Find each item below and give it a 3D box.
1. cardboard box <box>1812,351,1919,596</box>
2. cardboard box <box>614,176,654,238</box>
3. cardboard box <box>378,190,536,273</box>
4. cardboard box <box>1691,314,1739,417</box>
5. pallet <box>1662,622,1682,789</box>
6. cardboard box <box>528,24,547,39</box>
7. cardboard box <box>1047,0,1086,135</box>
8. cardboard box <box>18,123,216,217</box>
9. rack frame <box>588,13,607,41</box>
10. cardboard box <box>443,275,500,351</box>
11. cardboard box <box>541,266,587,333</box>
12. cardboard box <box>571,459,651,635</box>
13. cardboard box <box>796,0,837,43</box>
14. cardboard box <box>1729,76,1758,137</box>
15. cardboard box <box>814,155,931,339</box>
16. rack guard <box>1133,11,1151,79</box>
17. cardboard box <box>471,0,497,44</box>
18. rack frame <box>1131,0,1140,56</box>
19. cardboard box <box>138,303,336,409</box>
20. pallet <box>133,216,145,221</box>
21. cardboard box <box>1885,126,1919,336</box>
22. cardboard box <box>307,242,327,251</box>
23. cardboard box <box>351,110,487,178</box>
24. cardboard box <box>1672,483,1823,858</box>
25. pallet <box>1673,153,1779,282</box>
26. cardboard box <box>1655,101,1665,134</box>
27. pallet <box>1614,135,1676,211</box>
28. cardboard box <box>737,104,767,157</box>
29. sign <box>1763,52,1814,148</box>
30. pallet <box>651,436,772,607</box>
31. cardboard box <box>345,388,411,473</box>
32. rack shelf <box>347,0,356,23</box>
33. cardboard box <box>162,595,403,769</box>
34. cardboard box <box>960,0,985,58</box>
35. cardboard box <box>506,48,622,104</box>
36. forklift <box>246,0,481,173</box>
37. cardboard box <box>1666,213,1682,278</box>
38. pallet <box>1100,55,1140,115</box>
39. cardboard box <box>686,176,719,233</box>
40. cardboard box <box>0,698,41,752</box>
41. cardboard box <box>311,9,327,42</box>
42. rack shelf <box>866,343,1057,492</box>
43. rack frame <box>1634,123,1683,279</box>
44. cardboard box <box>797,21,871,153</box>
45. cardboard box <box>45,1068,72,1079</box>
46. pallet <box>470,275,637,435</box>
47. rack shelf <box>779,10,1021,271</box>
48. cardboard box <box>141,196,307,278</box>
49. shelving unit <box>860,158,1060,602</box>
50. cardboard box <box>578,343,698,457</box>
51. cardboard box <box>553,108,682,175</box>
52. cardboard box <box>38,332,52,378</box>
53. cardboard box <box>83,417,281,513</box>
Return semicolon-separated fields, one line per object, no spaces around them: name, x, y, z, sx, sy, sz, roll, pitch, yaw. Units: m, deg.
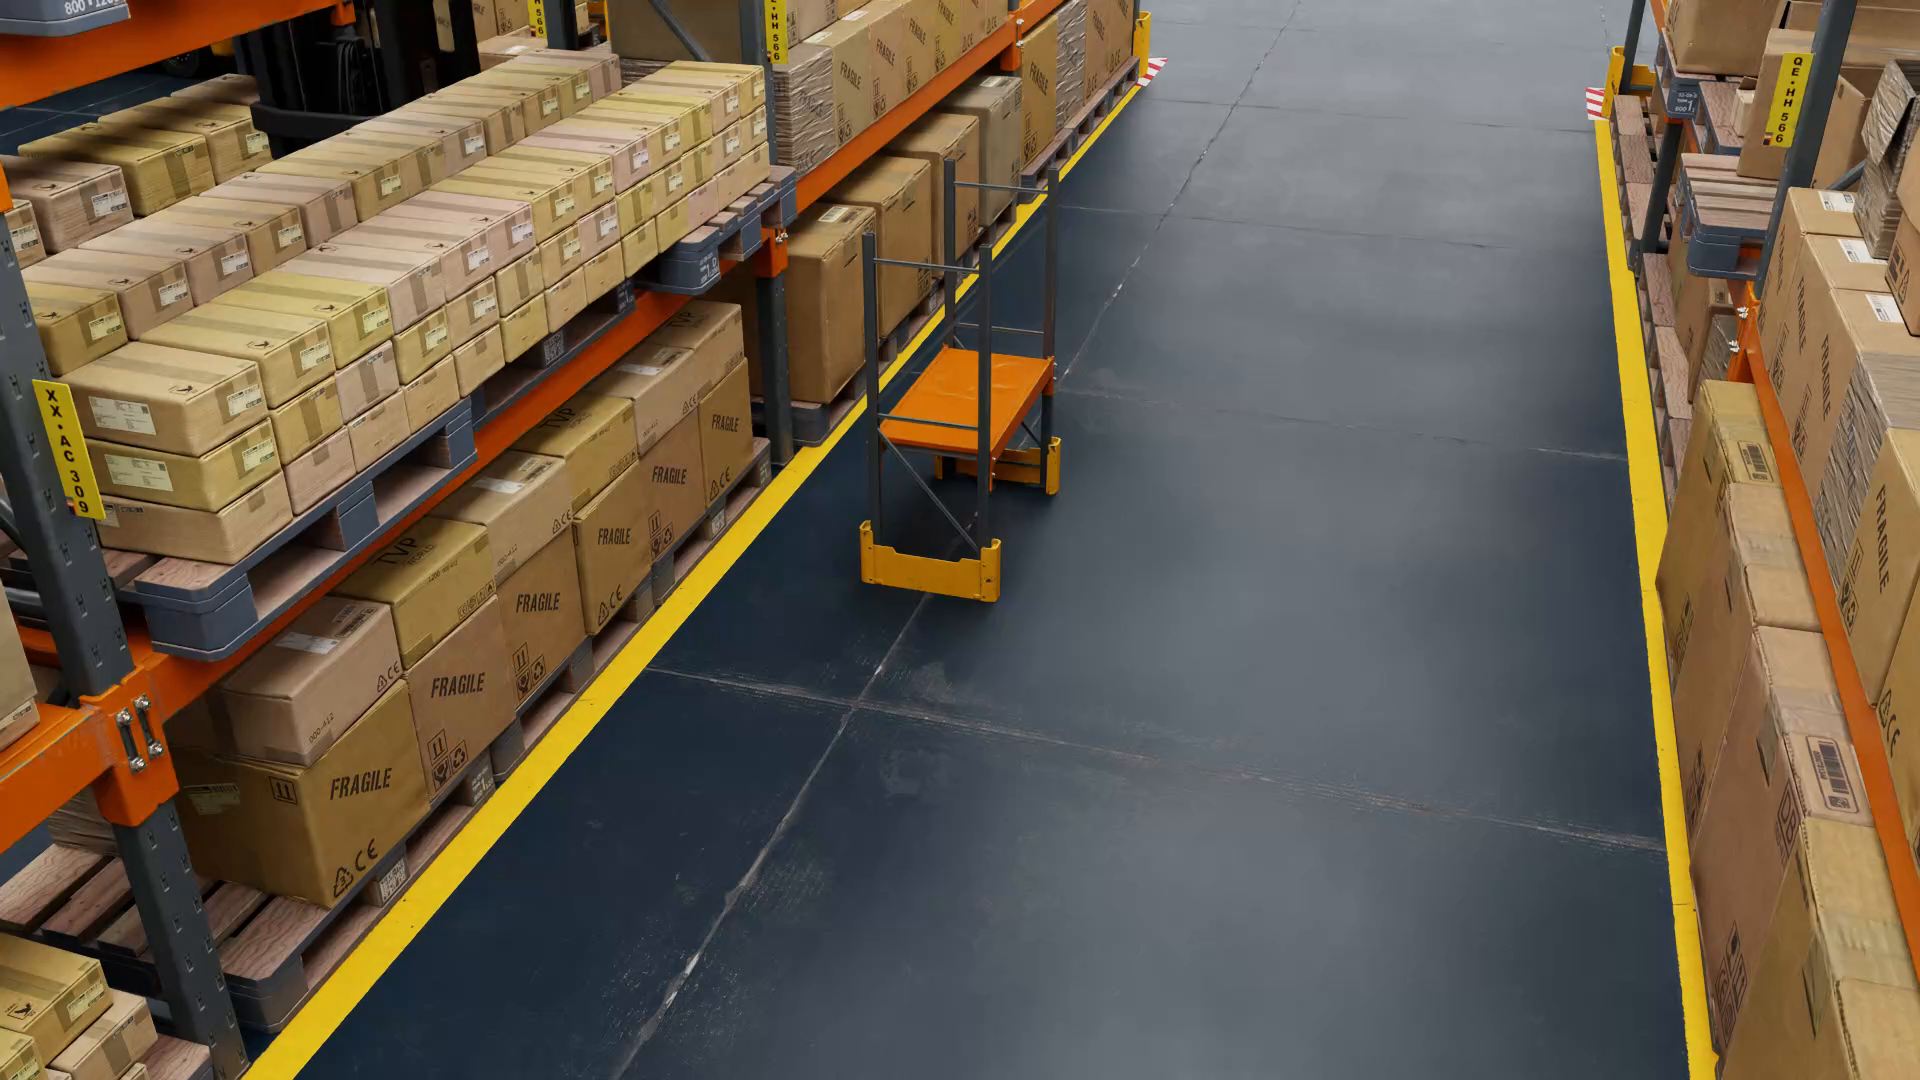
cardboard box;2.575;-0.140;4.313;0.500;0.500;0.500;9;30;15
cardboard box;-1.300;-1.179;5.805;0.380;0.149;0.250;8;30;15
cardboard box;-1.530;-0.942;5.072;0.380;0.149;0.250;10;31;17
cardboard box;3.750;-0.668;7.483;0.700;0.500;0.500;6;30;11
pallet;3.119;0.580;5.990;1.003;0.211;1.213;8;30;15
cardboard box;-3.843;-4.454;14.568;0.500;0.250;0.500;9;30;15
cardboard box;0.397;-3.564;12.325;0.875;0.875;0.875;9;30;15
cardboard box;-5.439;-2.400;10.750;0.950;0.372;0.625;10;30;17
rack frame;-3.703;-6.126;15.176;1.000;3.000;0.127;8;30;15
cardboard box;-1.606;-0.698;4.940;0.380;0.149;0.250;10;31;17
cardboard box;-1.453;-0.805;5.438;0.380;0.149;0.250;7;30;13
cardboard box;-1.528;-0.008;6.318;0.500;0.500;0.500;7;30;13
cardboard box;-1.001;-2.672;7.836;0.700;0.500;0.500;8;30;14
cardboard box;3.654;-1.932;7.344;0.396;0.266;0.258;8;30;13
cardboard box;-0.771;-1.626;8.970;1.050;0.750;0.750;9;30;16
rack guard;1.066;-4.385;14.619;1.175;0.500;0.348;8;30;15
cardboard box;-4.146;-4.303;13.525;0.500;0.500;0.500;10;31;17
rack frame;1.059;-5.466;13.991;1.000;3.000;0.127;8;30;15
cardboard box;-1.832;-0.471;4.226;0.380;0.149;0.250;9;30;16
pallet;-5.460;-2.118;10.839;1.003;0.211;1.213;8;30;15
cardboard box;2.998;-0.836;4.533;0.797;0.503;0.637;9;30;16
cardboard box;-2.152;-0.920;5.338;0.380;0.149;0.250;9;30;15
cardboard box;-1.919;-1.408;5.909;0.380;0.149;0.250;10;31;17
cardboard box;2.931;0.482;5.052;1.225;0.875;0.875;9;30;15
pallet;3.530;-1.257;6.620;1.213;0.211;1.003;8;30;15
cardboard box;5.428;-3.232;12.114;0.500;0.500;0.500;17;33;28
pallet;5.116;-2.520;11.563;1.003;0.211;1.213;8;30;15
cardboard box;-0.999;-1.658;6.665;0.380;0.149;0.250;9;30;16
sign;2.901;-1.538;5.820;0.100;0.325;0.005;8;30;15
pallet;-1.520;-0.167;7.333;1.003;0.211;1.213;8;30;15
cardboard box;-1.755;-0.326;4.577;0.380;0.149;0.250;9;30;15
rack shelf;-4.290;-4.882;13.680;1.077;0.370;4.000;8;30;15
cardboard box;-1.994;0.386;4.839;0.500;0.250;0.500;7;30;13
cardboard box;-0.161;-3.136;9.699;0.500;0.500;0.500;8;30;14
cardboard box;-1.612;-1.893;6.782;0.380;0.149;0.250;9;30;15
forklift;-2.898;-2.504;8.736;1.130;2.935;3.031;7;30;13
cardboard box;4.396;-1.670;9.286;0.700;0.500;0.500;6;30;11
pallet;0.899;-3.865;13.981;1.003;0.211;1.213;8;30;15
cardboard box;-1.145;-1.293;6.315;0.380;0.149;0.250;9;30;16
cardboard box;-2.324;0.386;3.729;0.380;0.149;0.250;8;30;14
cardboard box;-4.960;-3.890;12.782;0.500;0.500;0.500;8;30;14
rack shelf;0.025;-0.538;7.044;0.538;0.185;1.000;8;30;15
rack frame;4.596;-2.853;9.293;1.000;3.000;0.127;8;30;15
cardboard box;-0.753;-2.199;8.015;0.500;0.500;0.500;8;30;14
cardboard box;-2.320;1.362;3.911;0.380;0.149;0.250;7;30;12
pallet;-1.831;-0.739;5.690;1.003;0.211;1.213;8;30;15
rack shelf;-0.702;-2.364;9.154;1.077;0.370;4.000;8;30;15
cardboard box;-2.224;-0.918;5.030;0.380;0.149;0.250;8;30;13
shelving unit;0.022;-0.691;6.949;0.587;1.500;1.083;8;30;15
cardboard box;-1.377;-0.576;6.568;0.500;0.250;0.500;9;30;16
cardboard box;-1.223;-1.426;5.943;0.380;0.149;0.250;9;30;16
cardboard box;-2.532;-0.438;4.166;0.380;0.149;0.250;10;31;17
cardboard box;-1.908;-0.211;4.064;0.380;0.149;0.250;9;30;16
